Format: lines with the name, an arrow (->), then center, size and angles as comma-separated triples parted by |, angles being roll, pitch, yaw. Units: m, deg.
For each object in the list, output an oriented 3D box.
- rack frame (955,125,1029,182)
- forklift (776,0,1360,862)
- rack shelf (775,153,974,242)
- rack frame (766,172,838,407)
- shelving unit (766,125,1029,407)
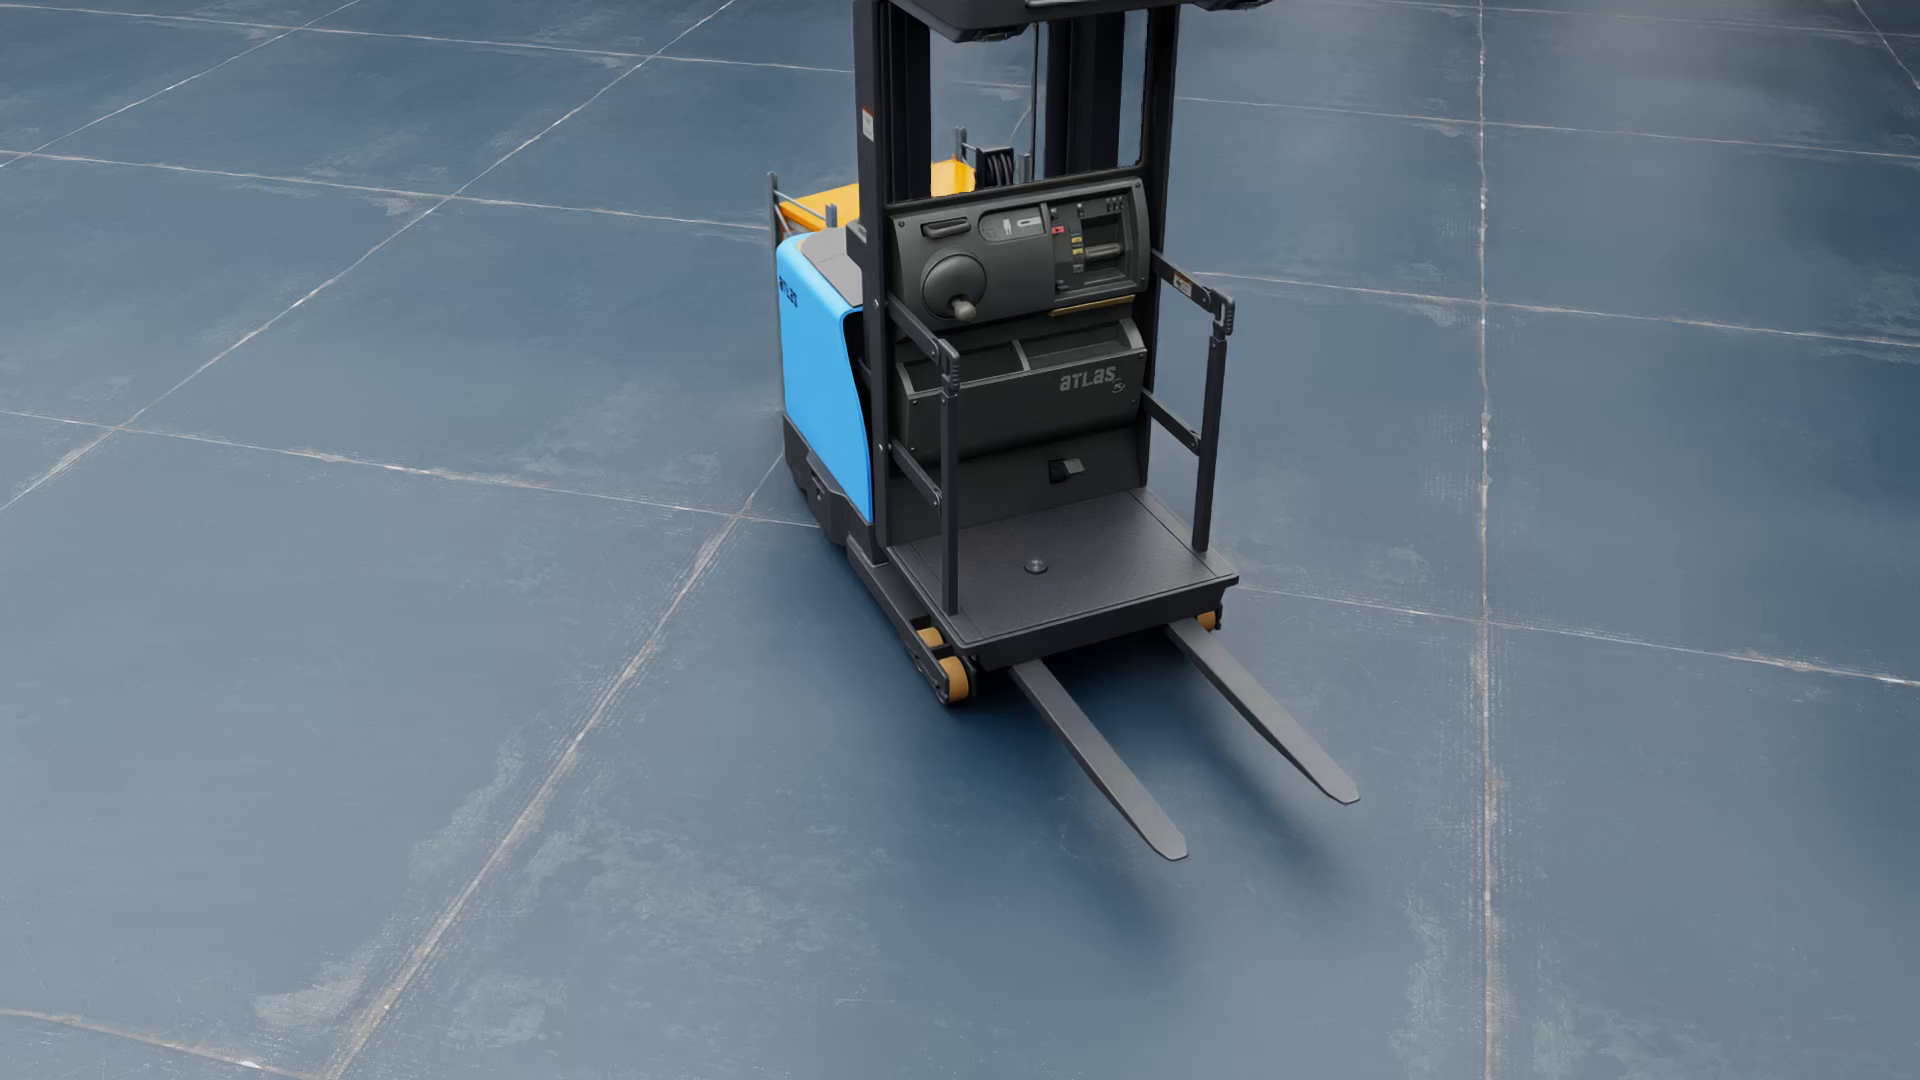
rack frame -> 0.142, -1.328, 7.790 | 0.032, 1.125, 0.500 | -22, 39, -31
forklift -> 0.309, -0.926, 5.474 | 1.130, 2.935, 3.031 | -13, 35, -20
rack shelf -> -0.263, -1.409, 7.373 | 1.000, 0.278, 0.538 | -22, 39, -31
rack frame -> -0.667, -0.997, 7.270 | 0.032, 1.125, 0.500 | -22, 39, -31
shelving unit -> -0.263, -1.162, 7.530 | 1.048, 1.125, 0.538 | -22, 39, -31
